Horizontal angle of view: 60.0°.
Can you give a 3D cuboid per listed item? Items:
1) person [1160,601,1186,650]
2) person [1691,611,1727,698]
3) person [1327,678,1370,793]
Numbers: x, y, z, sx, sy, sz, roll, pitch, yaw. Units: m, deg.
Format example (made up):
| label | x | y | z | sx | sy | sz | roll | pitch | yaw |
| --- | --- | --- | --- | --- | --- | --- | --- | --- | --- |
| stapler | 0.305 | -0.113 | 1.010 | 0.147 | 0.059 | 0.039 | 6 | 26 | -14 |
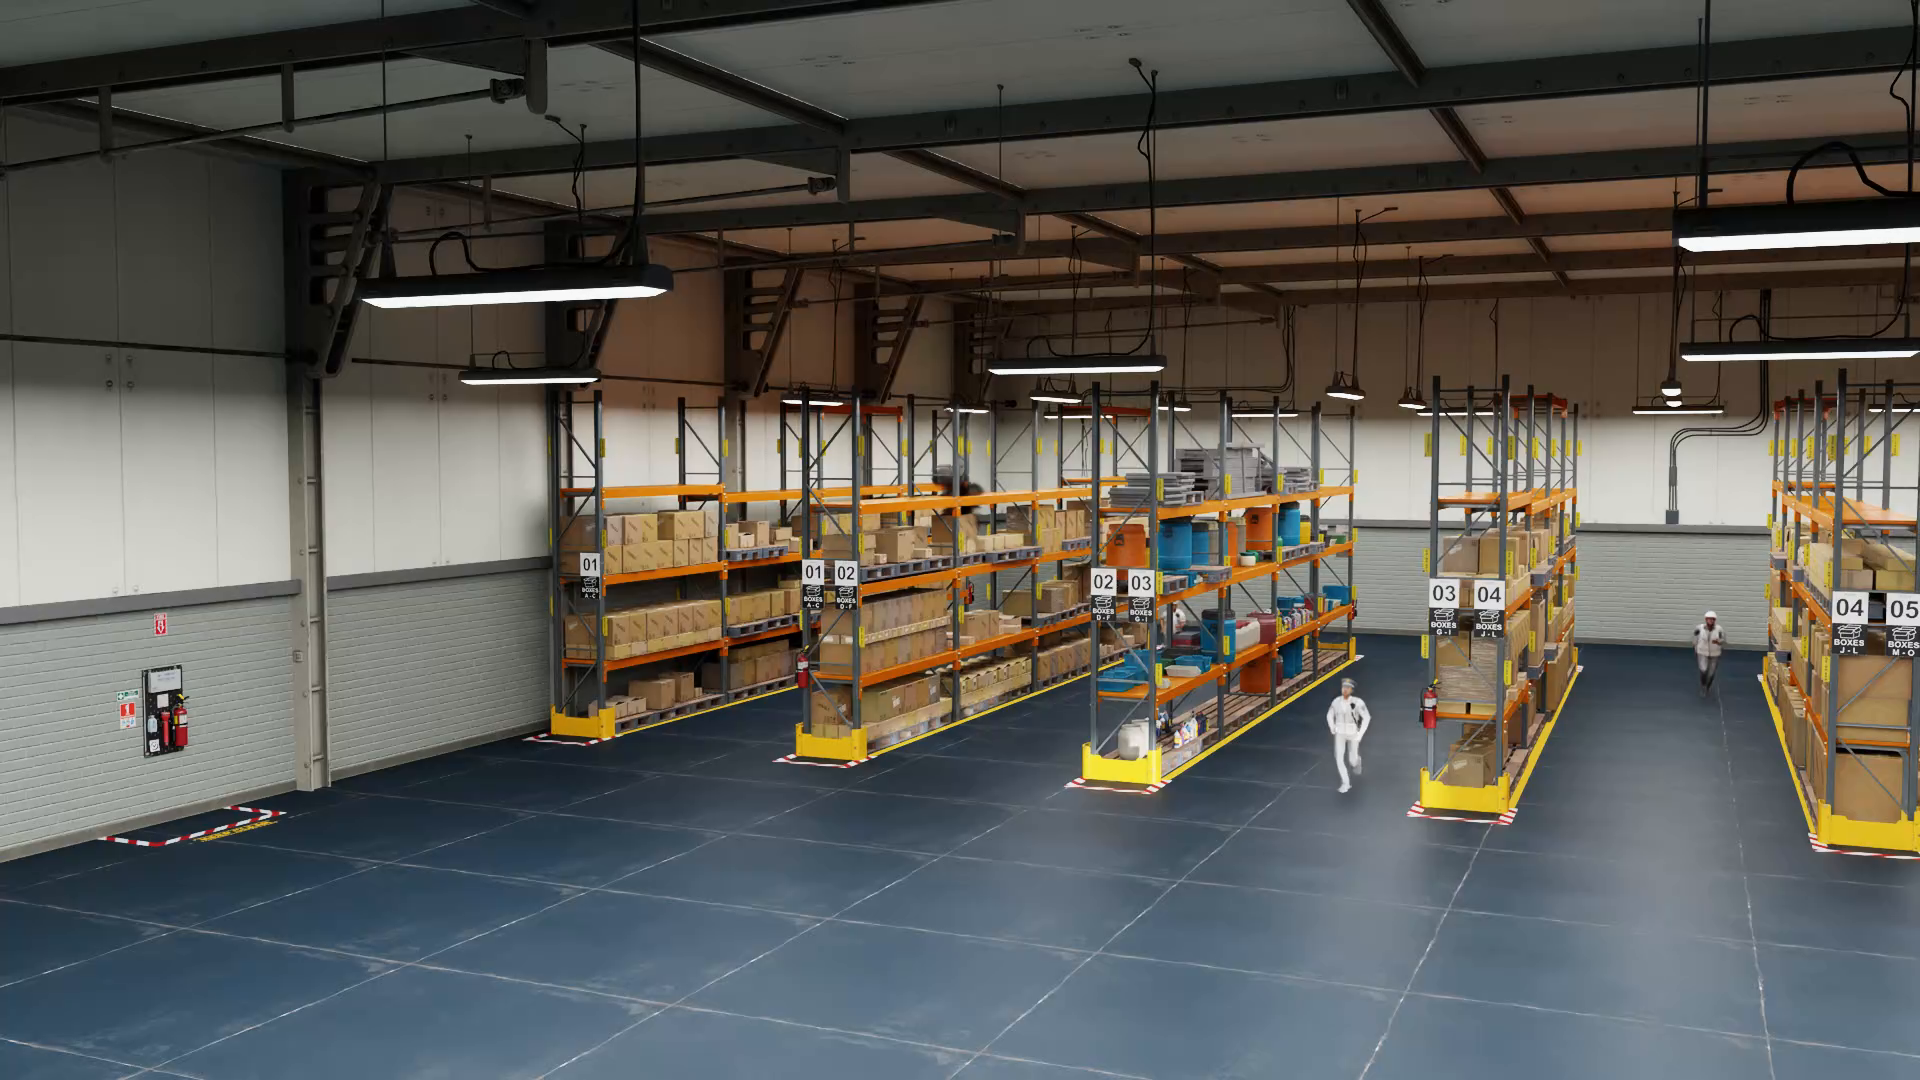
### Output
| label | x | y | z | sx | sy | sz | roll | pitch | yaw |
| --- | --- | --- | --- | --- | --- | --- | --- | --- | --- |
| person | 4.743 | 2.134 | 37.061 | 0.572 | 1.672 | 0.754 | 0 | 3 | 8 |
| person | 14.974 | 2.291 | 33.251 | 0.610 | 1.756 | 0.824 | 1 | 3 | 17 |
| person | 5.690 | 2.842 | 24.407 | 0.644 | 1.659 | 0.611 | 2 | 4 | 26 |
